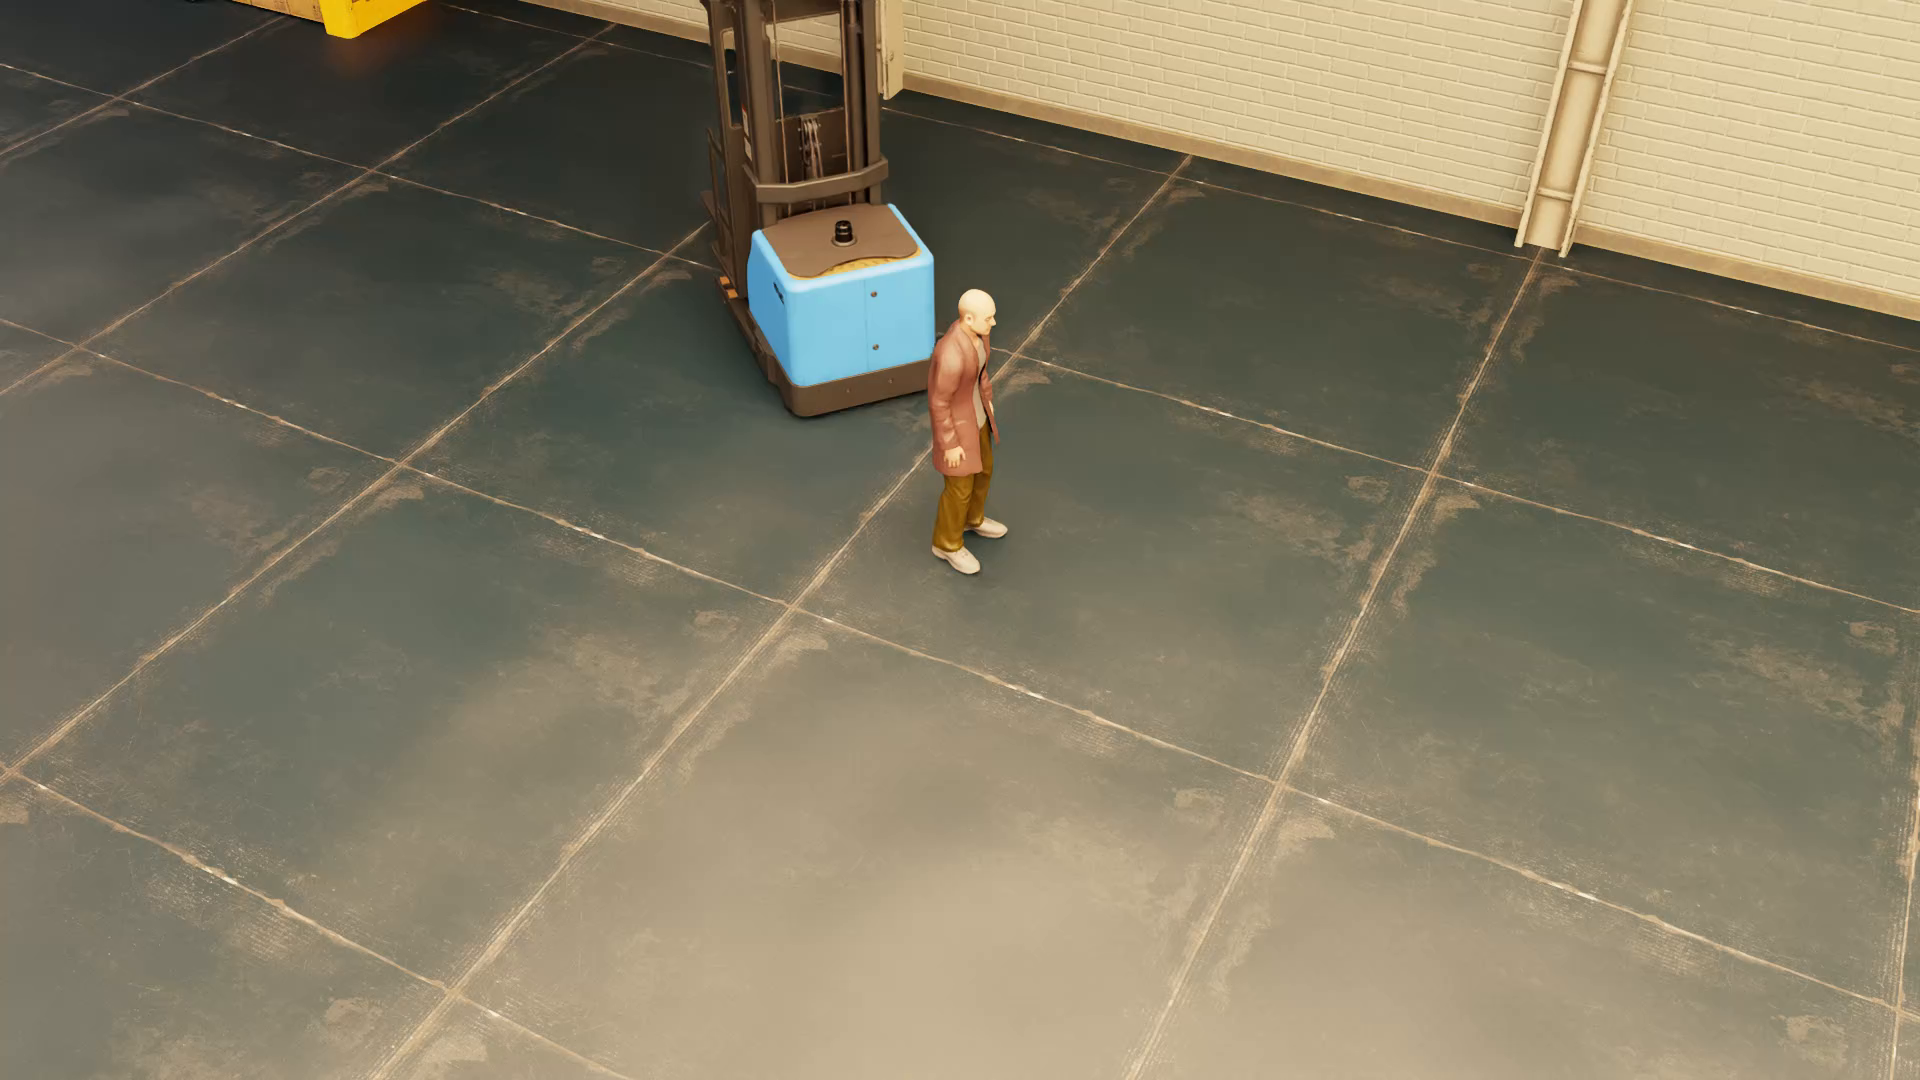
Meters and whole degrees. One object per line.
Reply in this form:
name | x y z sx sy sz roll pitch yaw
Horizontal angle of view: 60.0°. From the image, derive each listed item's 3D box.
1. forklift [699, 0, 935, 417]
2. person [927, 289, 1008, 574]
forklift | -1.180 -2.901 11.431 1.130 2.935 3.031 -15 42 -17
person | 0.039 -0.680 9.694 0.434 1.772 0.645 16 43 18
